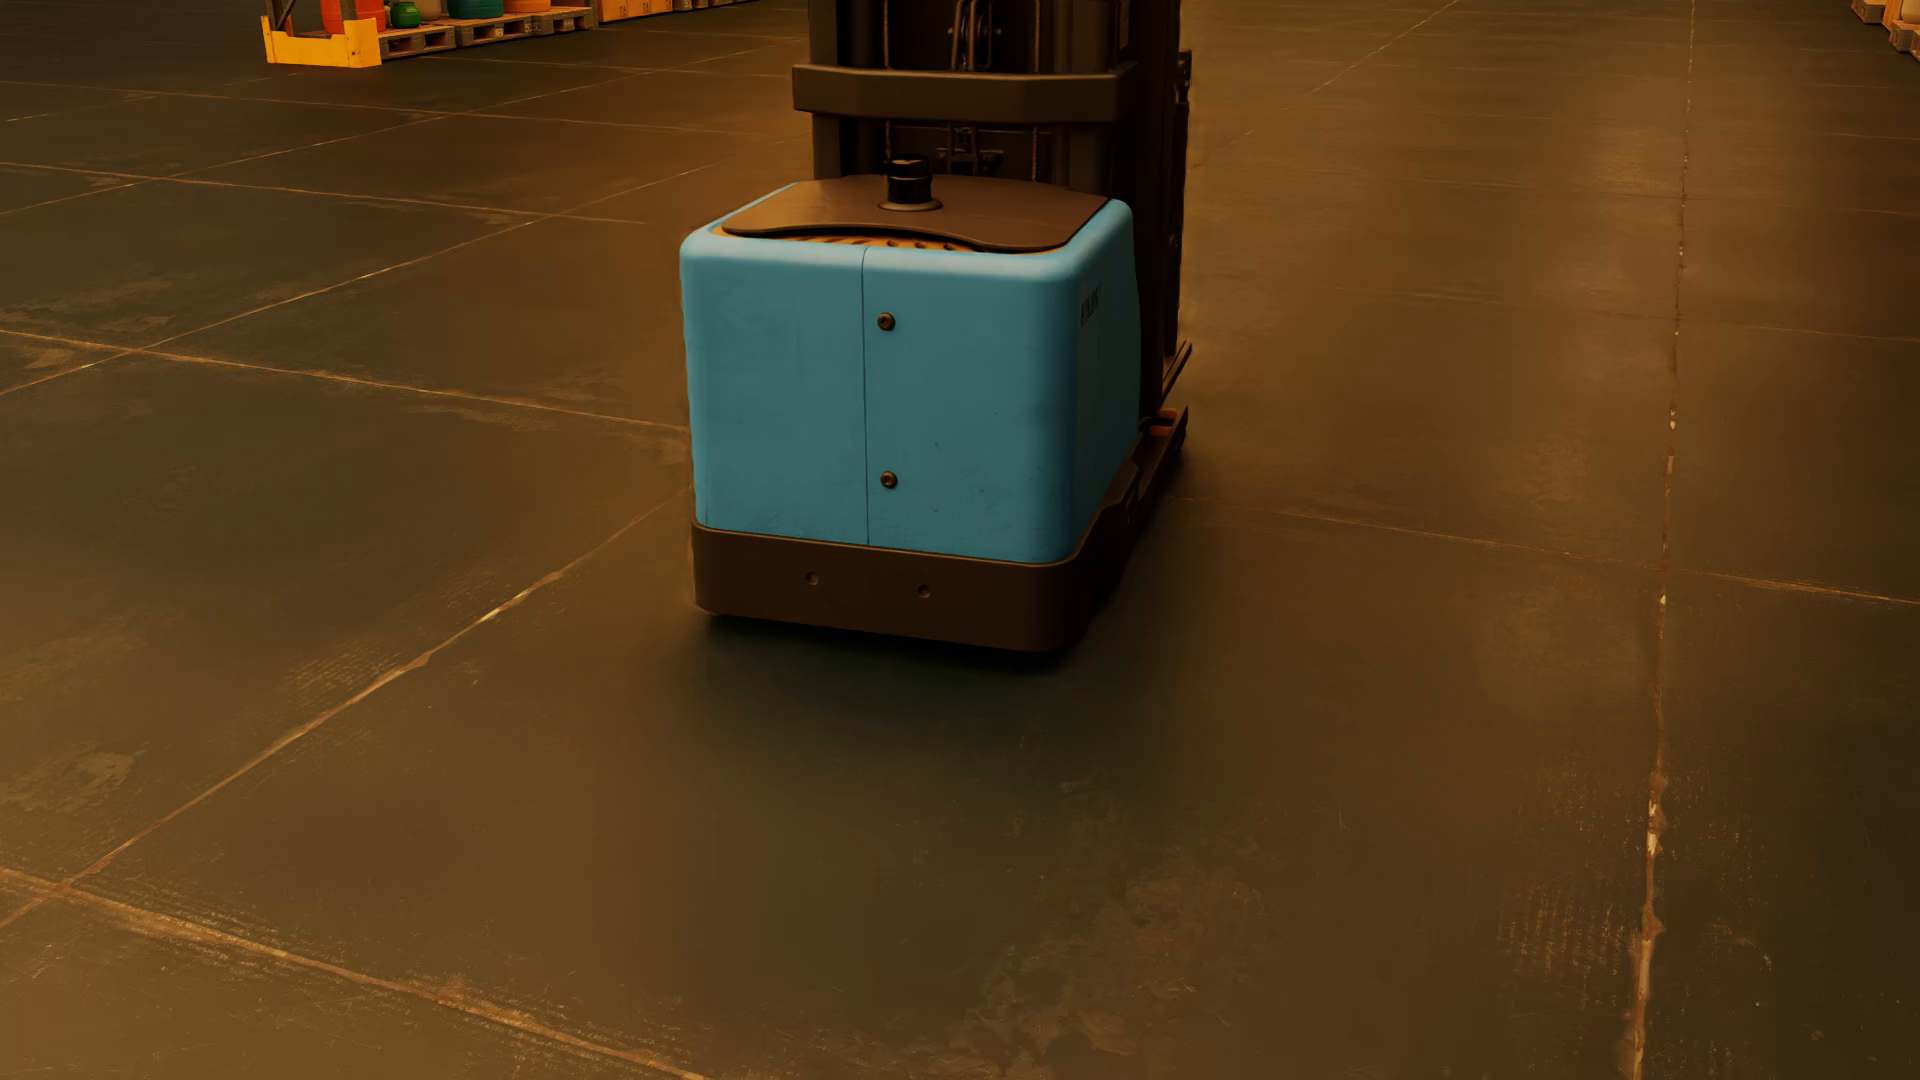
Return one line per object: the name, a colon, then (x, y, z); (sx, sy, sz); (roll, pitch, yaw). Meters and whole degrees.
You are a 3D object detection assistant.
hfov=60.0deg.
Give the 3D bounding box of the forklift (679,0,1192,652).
forklift: (0.169, -1.607, 5.137); (1.130, 2.935, 3.031); (6, 23, 14)
